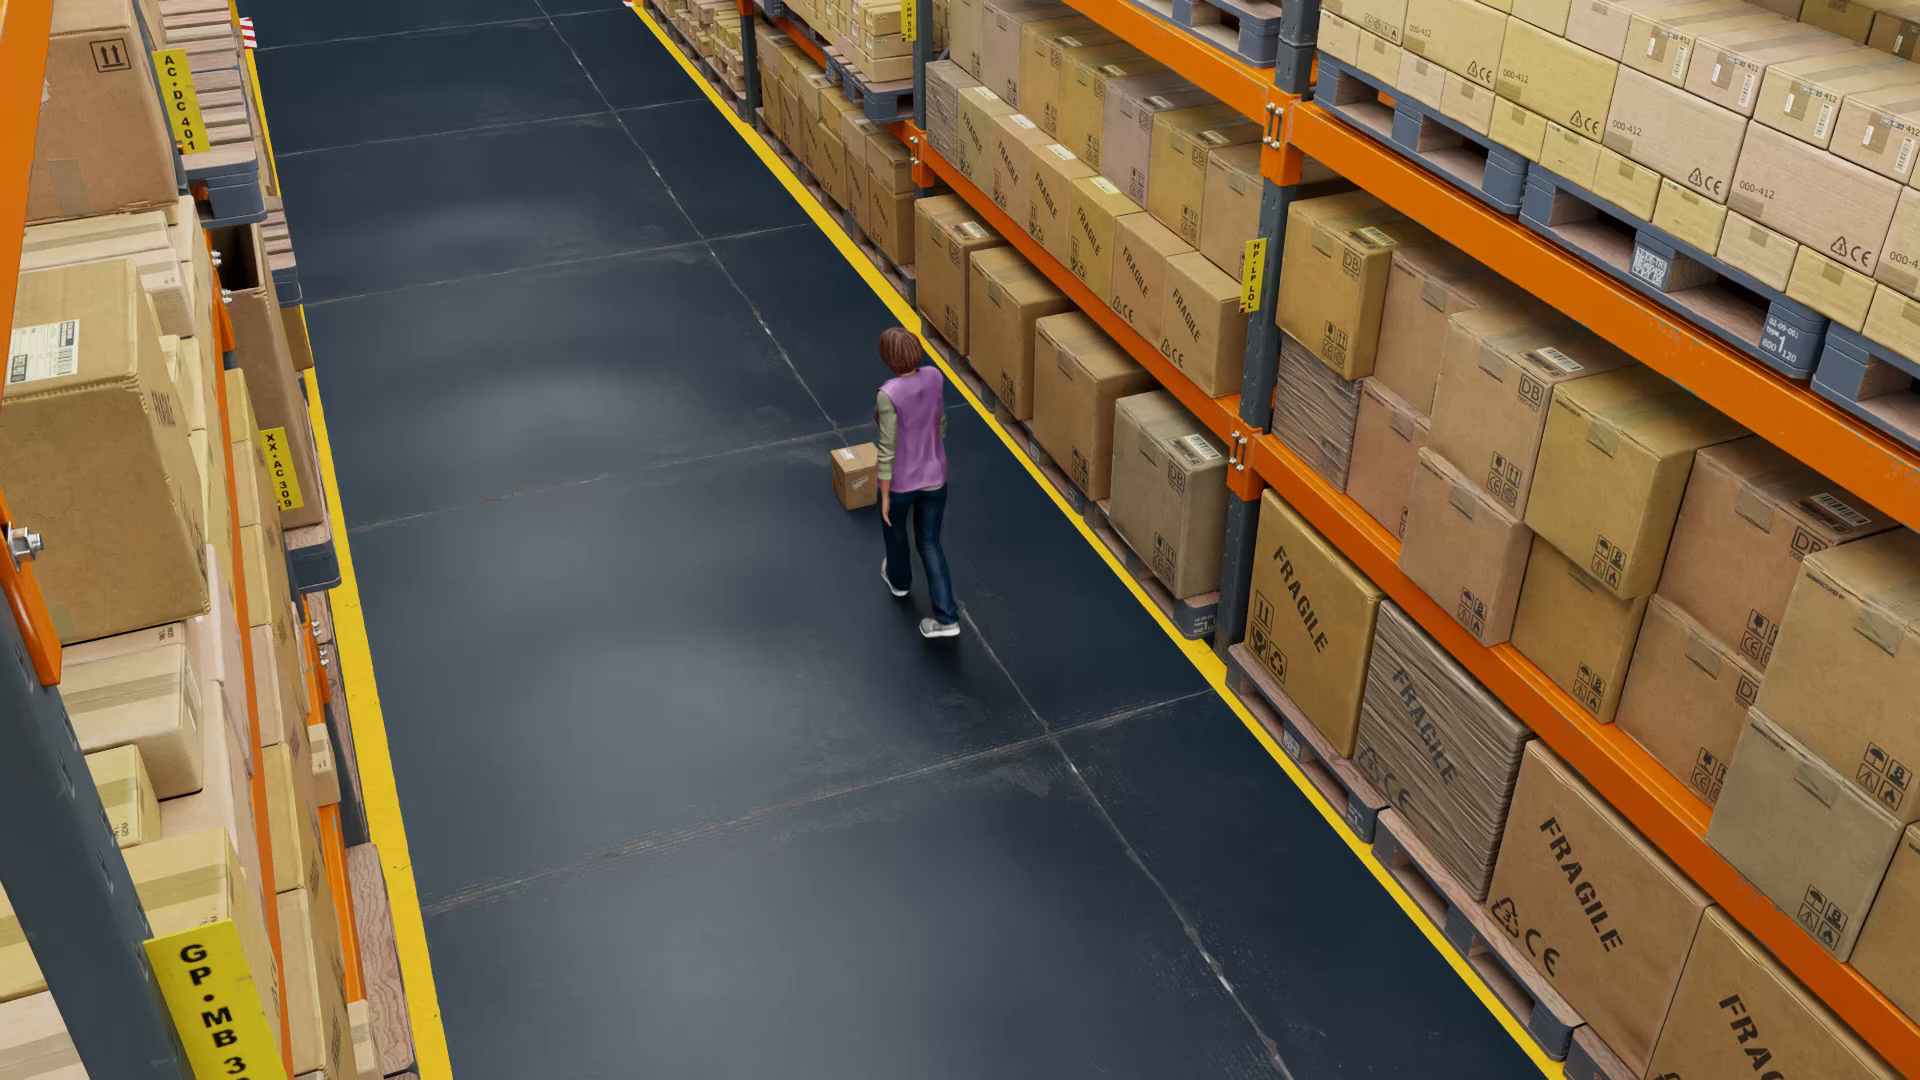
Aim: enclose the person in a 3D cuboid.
[{"bbox_3d":[-0.207,-0.275,7.946,0.436,1.550,0.866,-15,37,-21],"label":"person"}]
